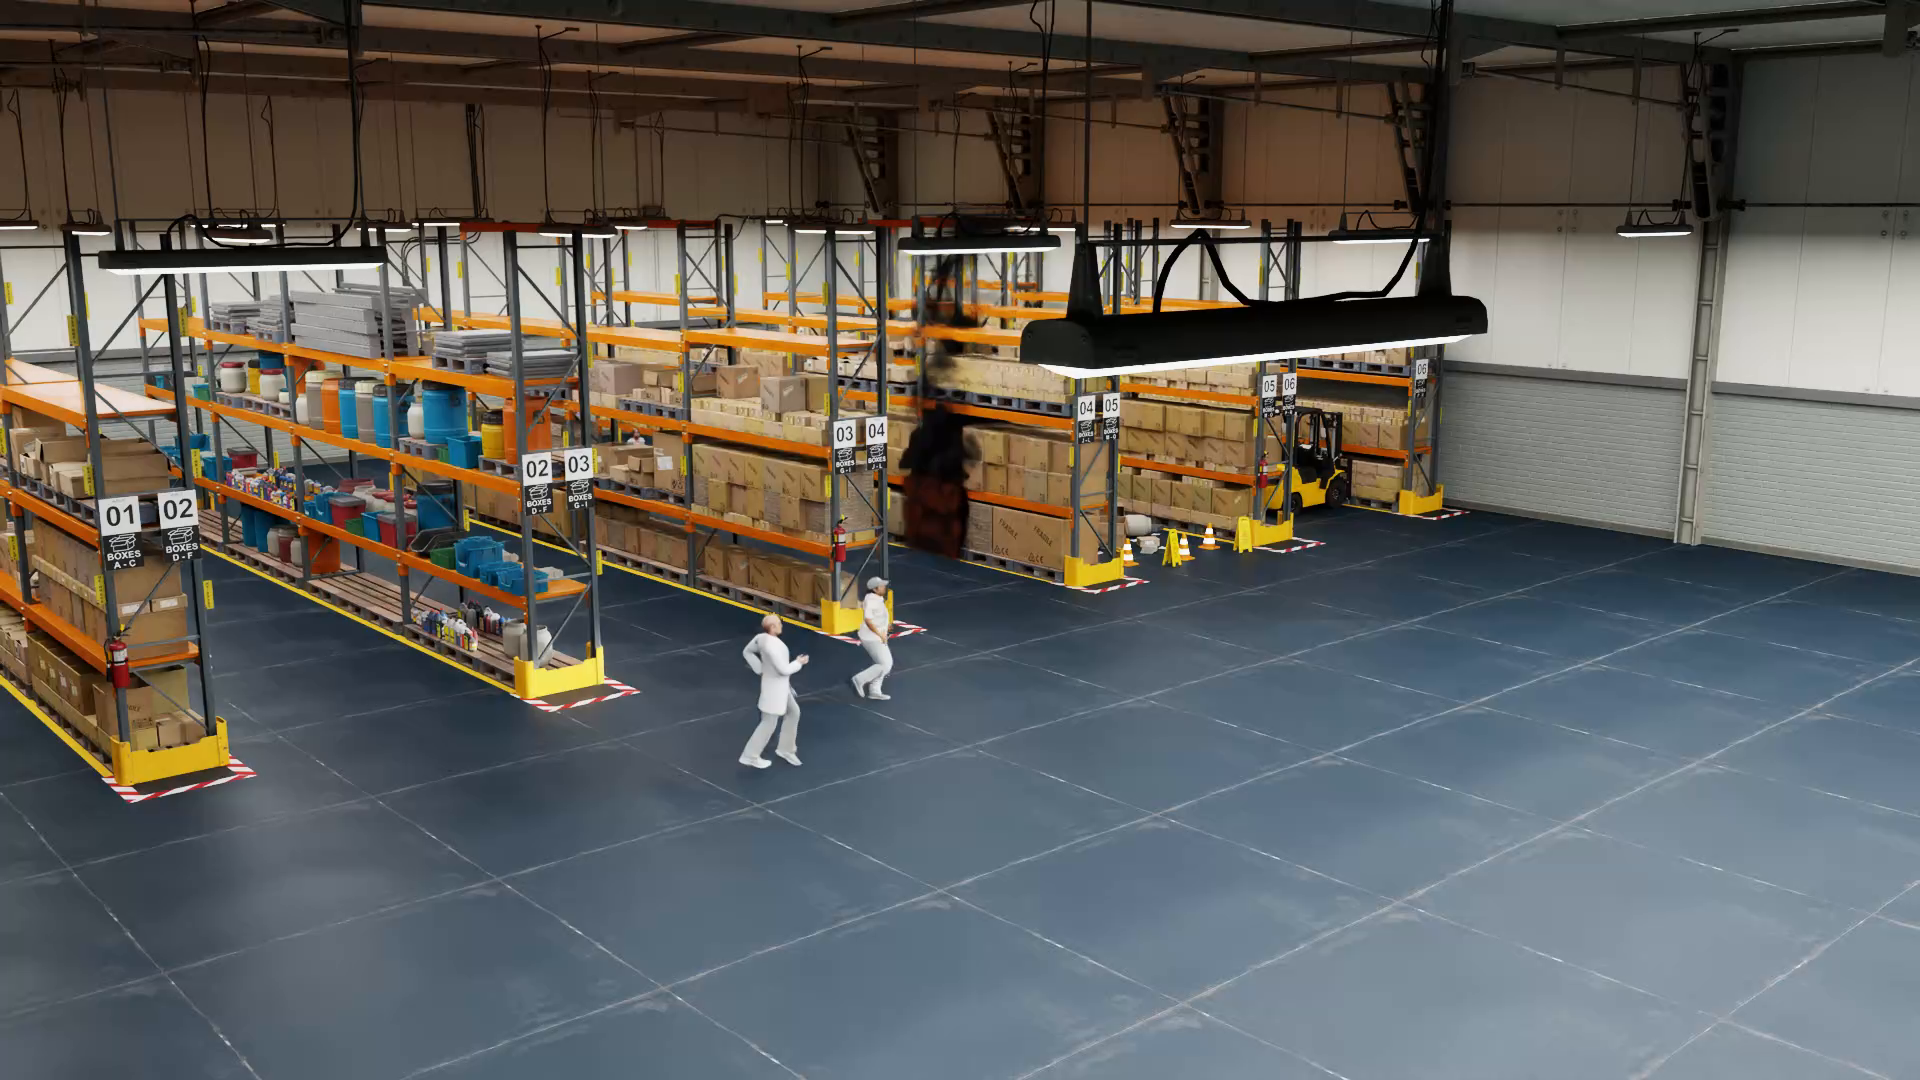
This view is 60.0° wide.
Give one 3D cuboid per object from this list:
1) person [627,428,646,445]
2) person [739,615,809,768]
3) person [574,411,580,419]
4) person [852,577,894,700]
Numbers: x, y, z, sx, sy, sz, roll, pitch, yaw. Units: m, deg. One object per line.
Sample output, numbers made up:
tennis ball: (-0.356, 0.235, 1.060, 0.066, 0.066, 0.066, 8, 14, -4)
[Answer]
person: (-7.052, -1.670, 36.190, 0.539, 1.596, 0.674, -8, 14, -34)
person: (-2.108, 1.739, 18.788, 0.842, 1.850, 0.672, -3, 12, -15)
person: (-9.468, -2.582, 40.730, 0.791, 1.555, 0.485, 9, 14, 37)
person: (-1.114, 1.274, 21.502, 0.557, 1.641, 0.600, -2, 12, -11)
